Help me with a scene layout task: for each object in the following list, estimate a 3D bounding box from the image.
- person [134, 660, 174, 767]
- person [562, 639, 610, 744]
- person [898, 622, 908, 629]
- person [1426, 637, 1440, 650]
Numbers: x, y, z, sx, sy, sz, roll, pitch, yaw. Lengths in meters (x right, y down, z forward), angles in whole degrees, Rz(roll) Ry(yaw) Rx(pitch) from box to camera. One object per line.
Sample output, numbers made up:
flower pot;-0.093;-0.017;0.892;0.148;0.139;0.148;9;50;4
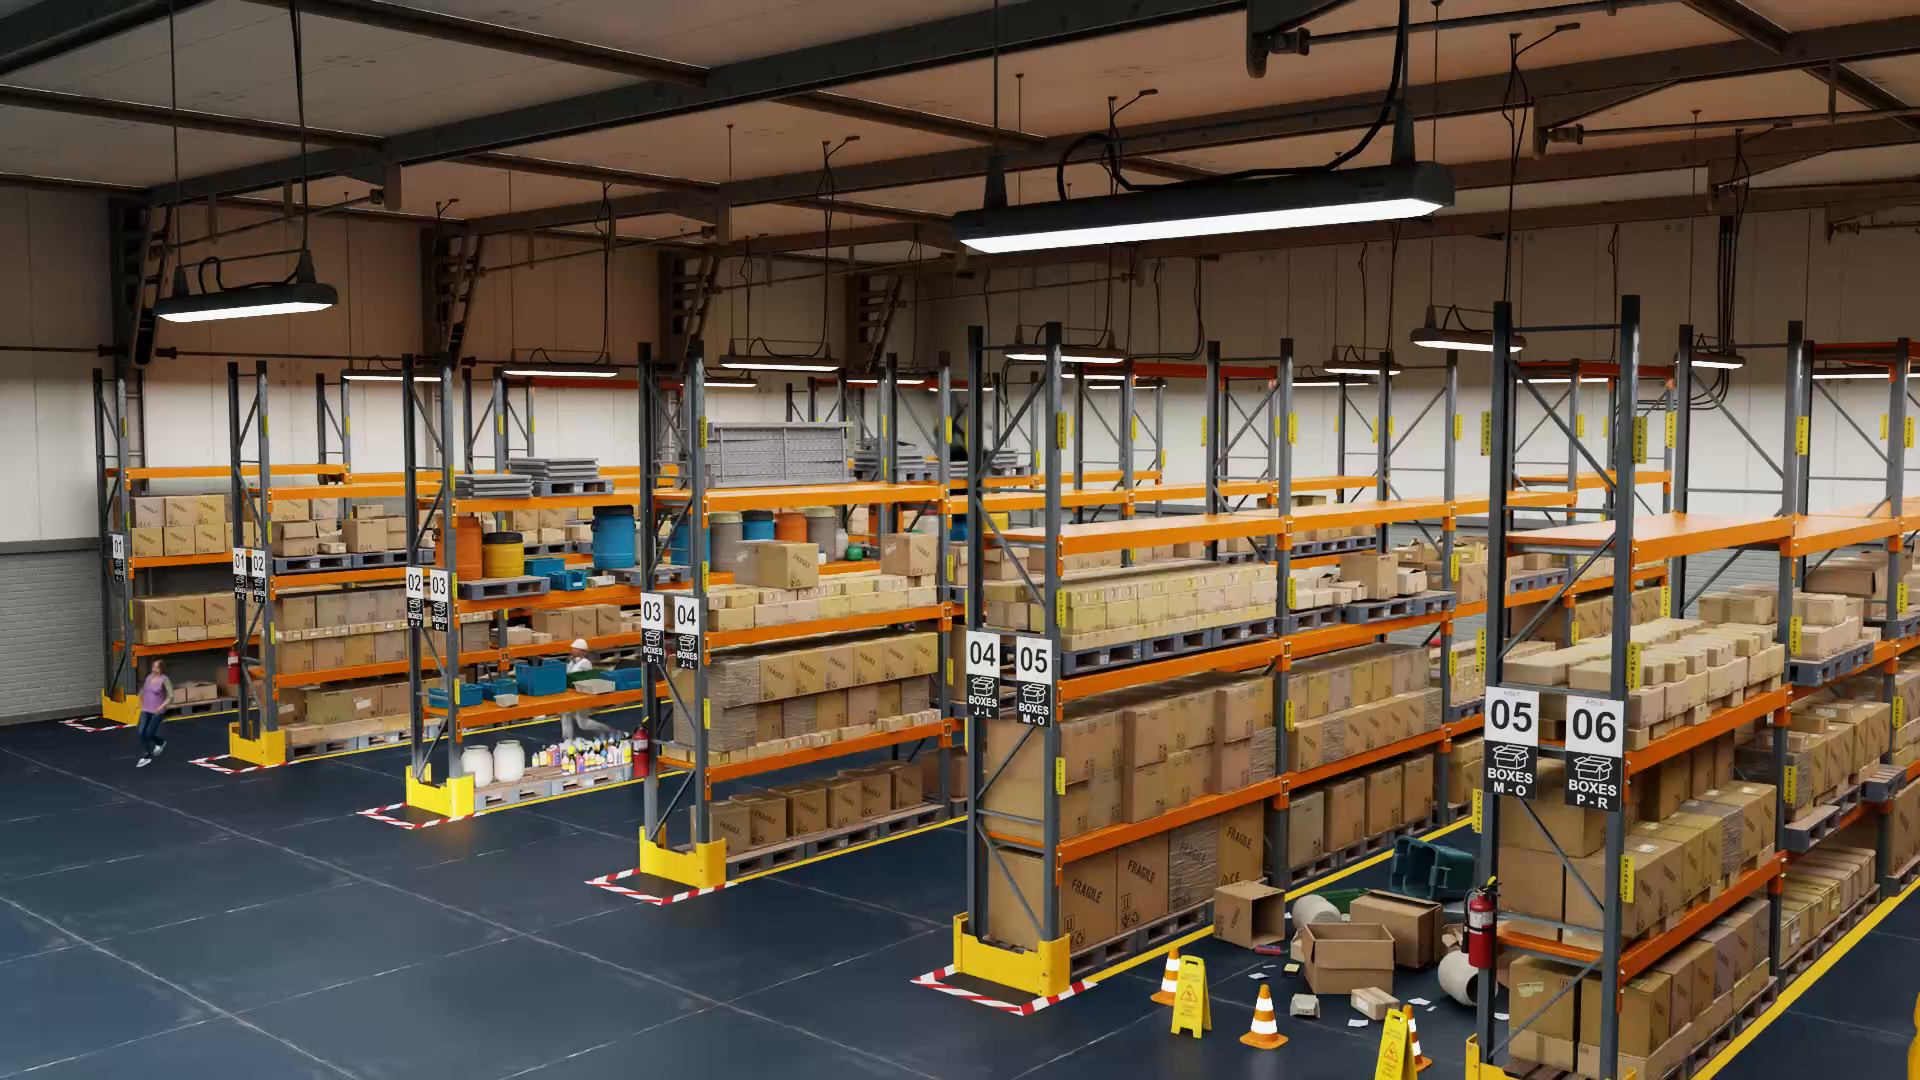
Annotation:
person;-12.047;2.577;24.865;0.594;1.564;0.581;1;4;10
person;-5.835;2.408;25.552;0.663;1.778;0.928;4;6;44
person;-1.309;1.935;32.267;0.712;1.744;0.728;3;5;33
person;7.345;2.377;25.681;0.850;1.753;0.677;-4;6;-43
